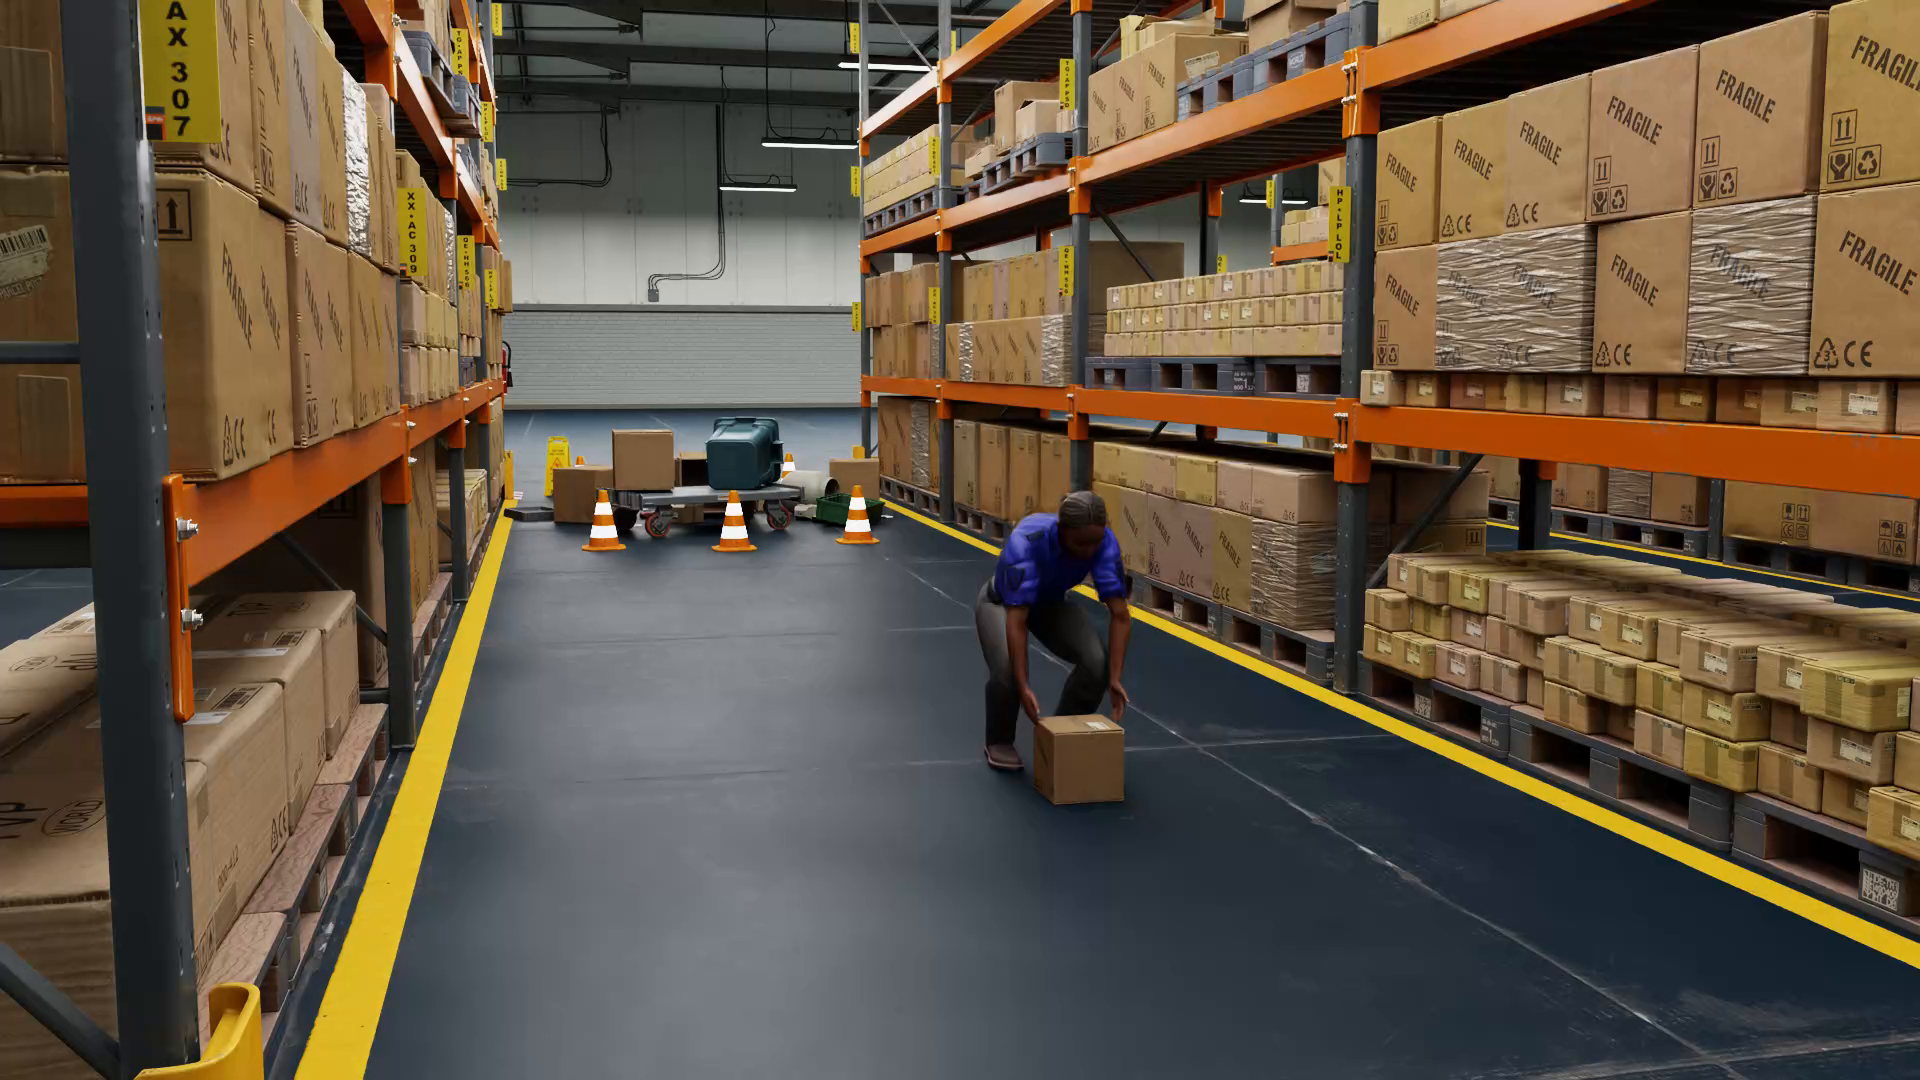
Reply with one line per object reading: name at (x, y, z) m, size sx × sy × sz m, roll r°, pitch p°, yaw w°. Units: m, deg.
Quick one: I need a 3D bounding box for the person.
person at (0.333, 0.320, 6.096) m, size 0.495 × 1.052 × 0.763 m, roll -2°, pitch 6°, yaw -14°
